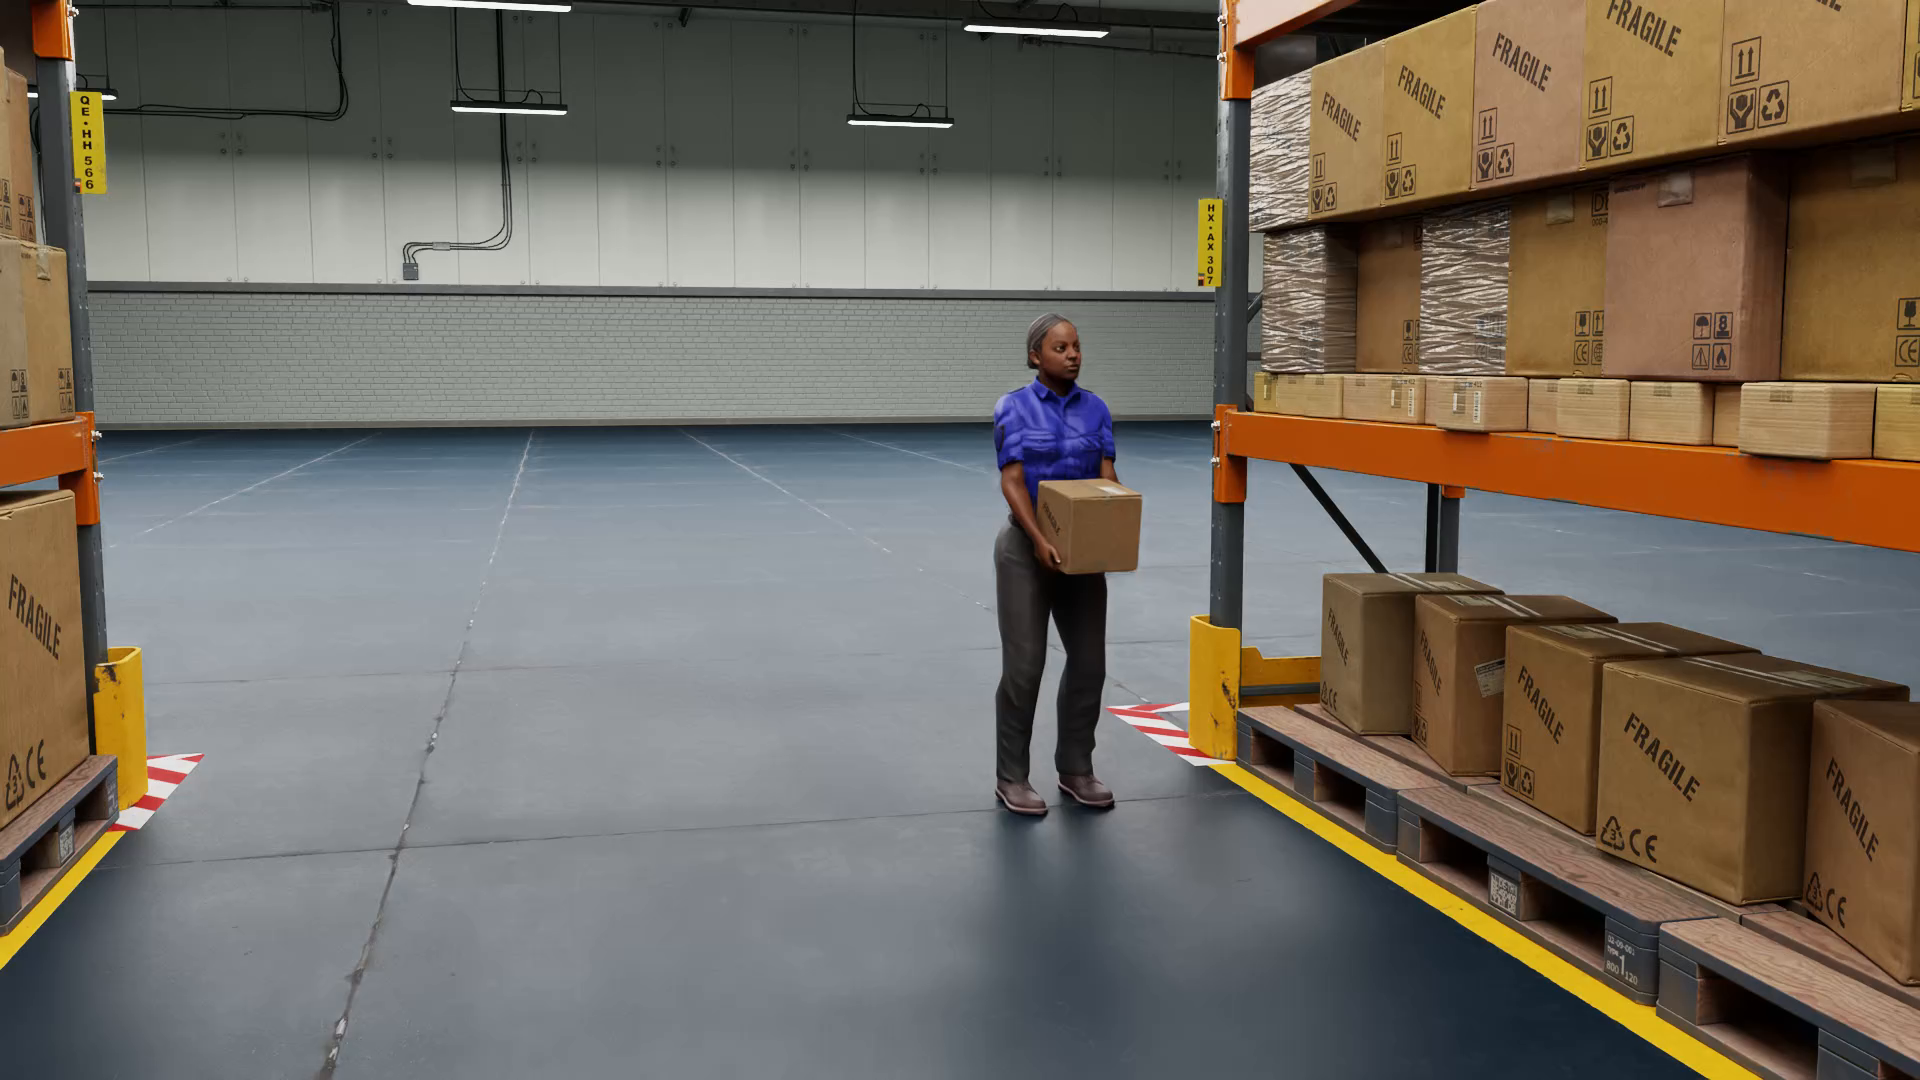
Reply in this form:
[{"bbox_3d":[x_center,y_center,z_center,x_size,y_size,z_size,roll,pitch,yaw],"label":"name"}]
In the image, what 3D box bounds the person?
[{"bbox_3d":[0.345,0.080,5.517,0.435,1.656,0.502,-3,7,-23],"label":"person"}]
